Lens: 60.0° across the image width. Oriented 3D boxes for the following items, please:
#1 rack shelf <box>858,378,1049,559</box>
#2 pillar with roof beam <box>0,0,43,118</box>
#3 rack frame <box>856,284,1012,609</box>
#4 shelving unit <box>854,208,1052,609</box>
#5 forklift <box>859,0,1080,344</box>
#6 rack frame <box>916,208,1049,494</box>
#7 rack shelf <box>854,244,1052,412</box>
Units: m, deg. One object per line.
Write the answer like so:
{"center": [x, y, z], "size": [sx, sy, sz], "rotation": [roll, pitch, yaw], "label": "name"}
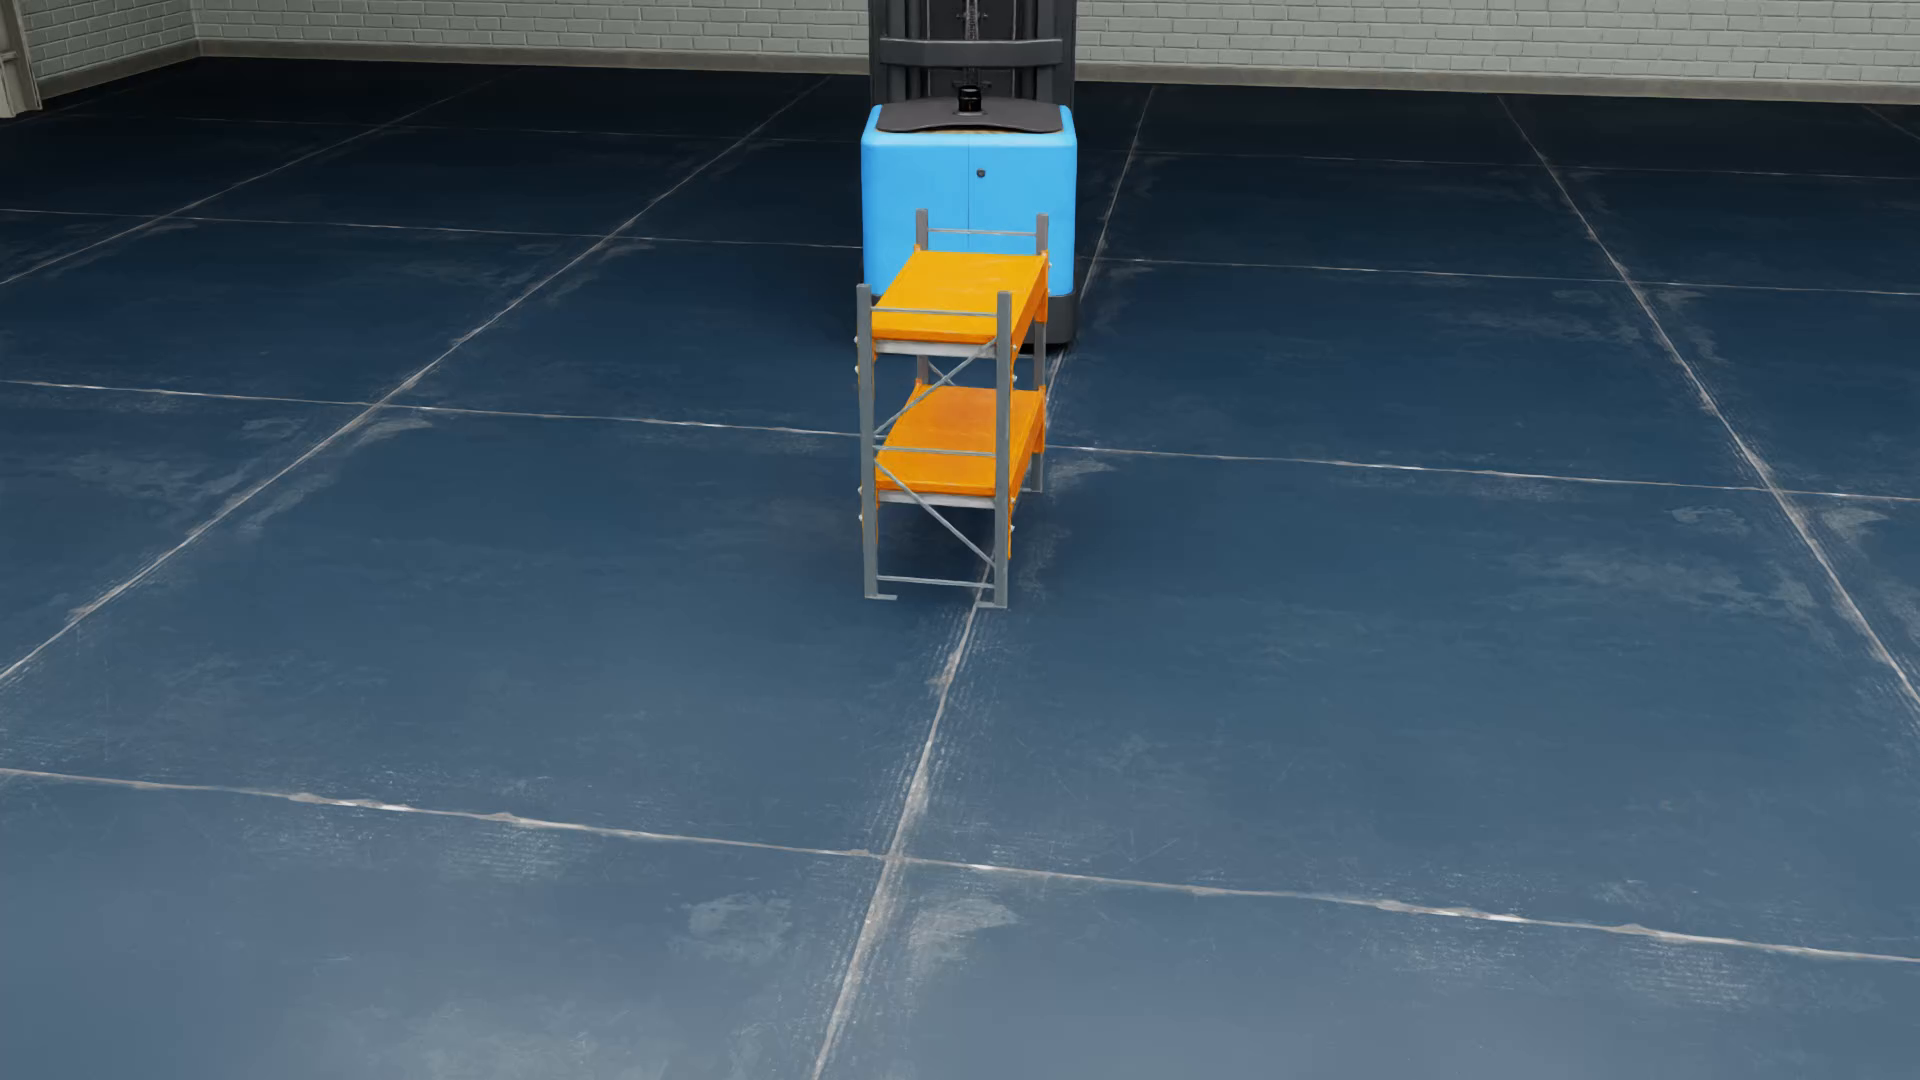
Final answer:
{"center": [-0.001, -0.285, 6.109], "size": [0.538, 0.278, 1.000], "rotation": [4, 25, 9], "label": "rack shelf"}
{"center": [-3.660, -7.339, 11.313], "size": [9.100, 9.000, 0.400], "rotation": [4, 25, 9], "label": "pillar with roof beam"}
{"center": [-0.084, -0.294, 5.551], "size": [0.500, 1.125, 0.032], "rotation": [4, 25, 9], "label": "rack frame"}
{"center": [-0.001, -0.507, 6.005], "size": [0.538, 1.125, 1.048], "rotation": [4, 25, 9], "label": "shelving unit"}
{"center": [0.069, -2.866, 8.916], "size": [1.130, 2.935, 3.031], "rotation": [0, 25, 1], "label": "forklift"}
{"center": [0.082, -0.719, 6.460], "size": [0.500, 1.125, 0.032], "rotation": [4, 25, 9], "label": "rack frame"}
{"center": [-0.001, -0.772, 5.881], "size": [0.538, 0.278, 1.000], "rotation": [4, 25, 9], "label": "rack shelf"}
